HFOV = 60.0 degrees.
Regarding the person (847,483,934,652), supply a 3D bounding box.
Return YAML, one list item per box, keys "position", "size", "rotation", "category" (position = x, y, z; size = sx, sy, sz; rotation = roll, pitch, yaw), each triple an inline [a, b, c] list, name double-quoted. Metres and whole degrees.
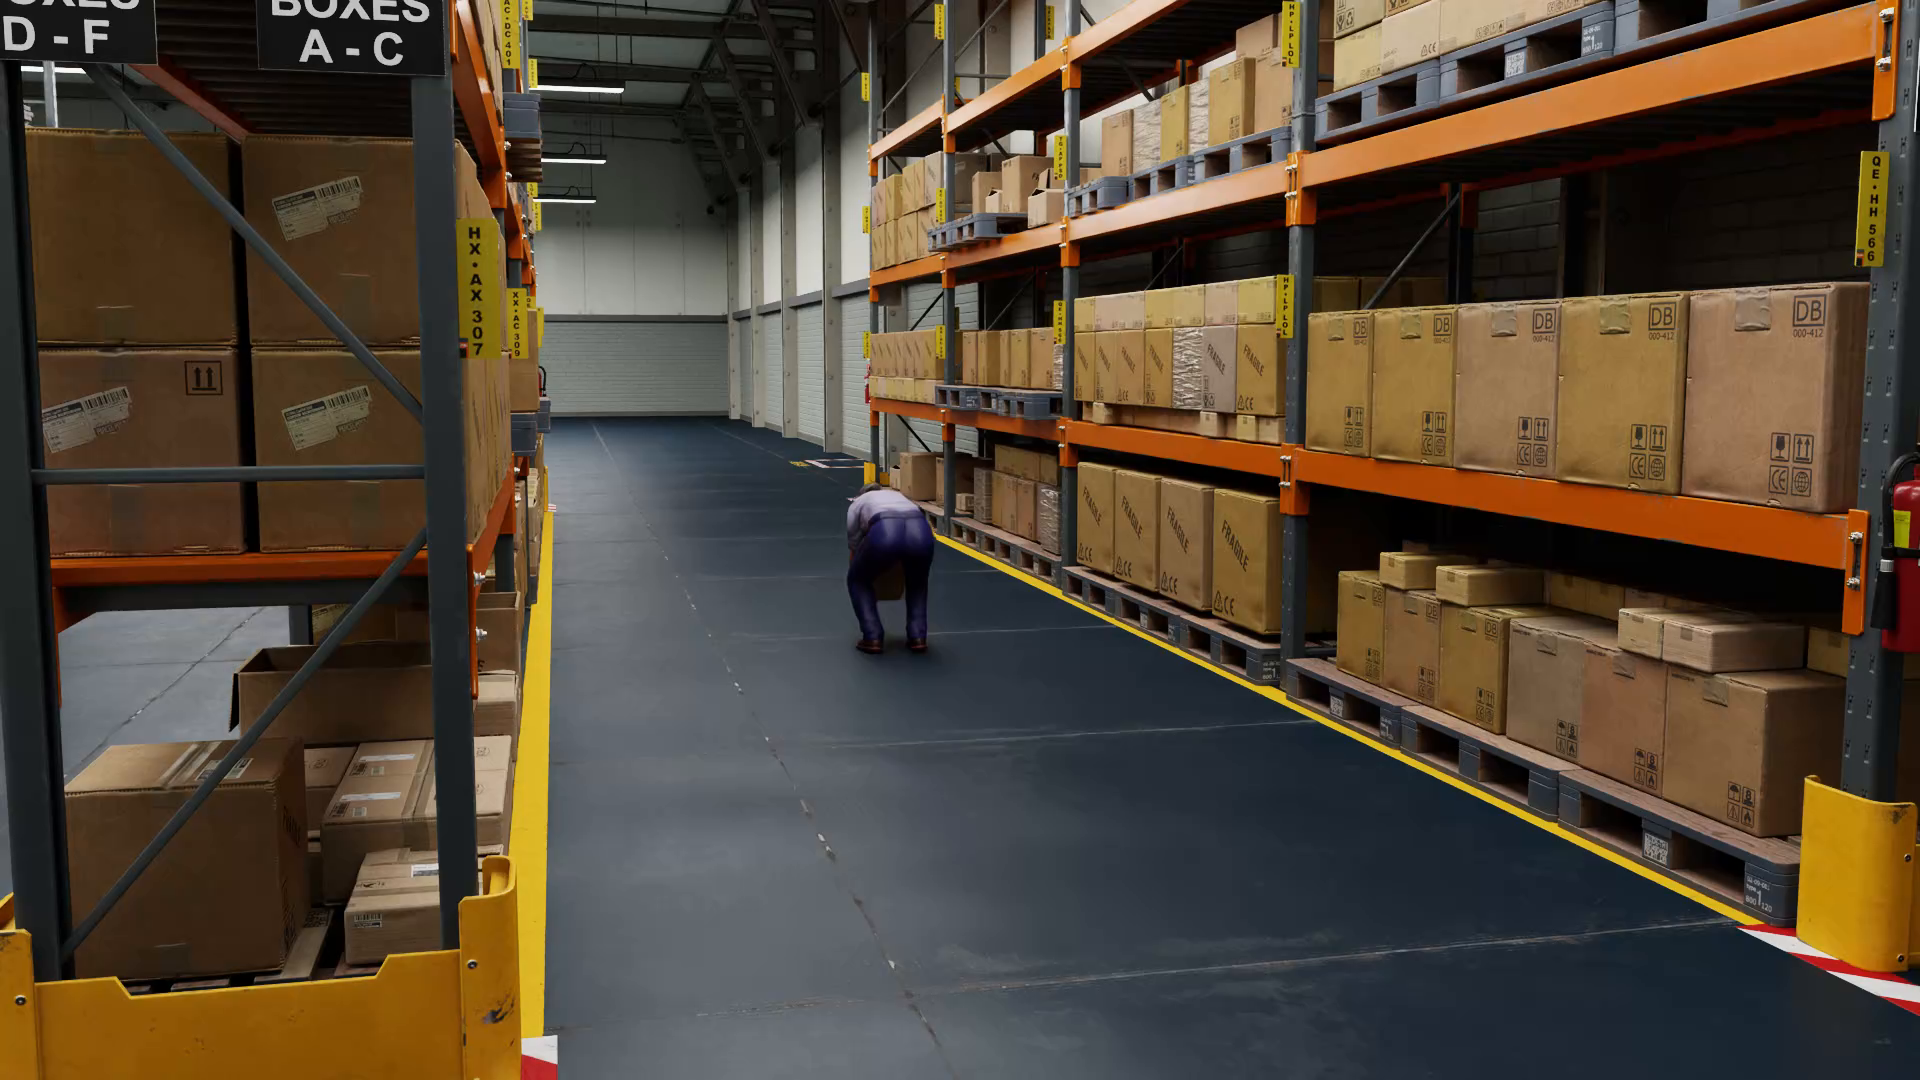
- position: [-0.452, 0.162, 10.279]
  size: [0.515, 0.998, 0.893]
  rotation: [-2, 7, -16]
  category: "person"
